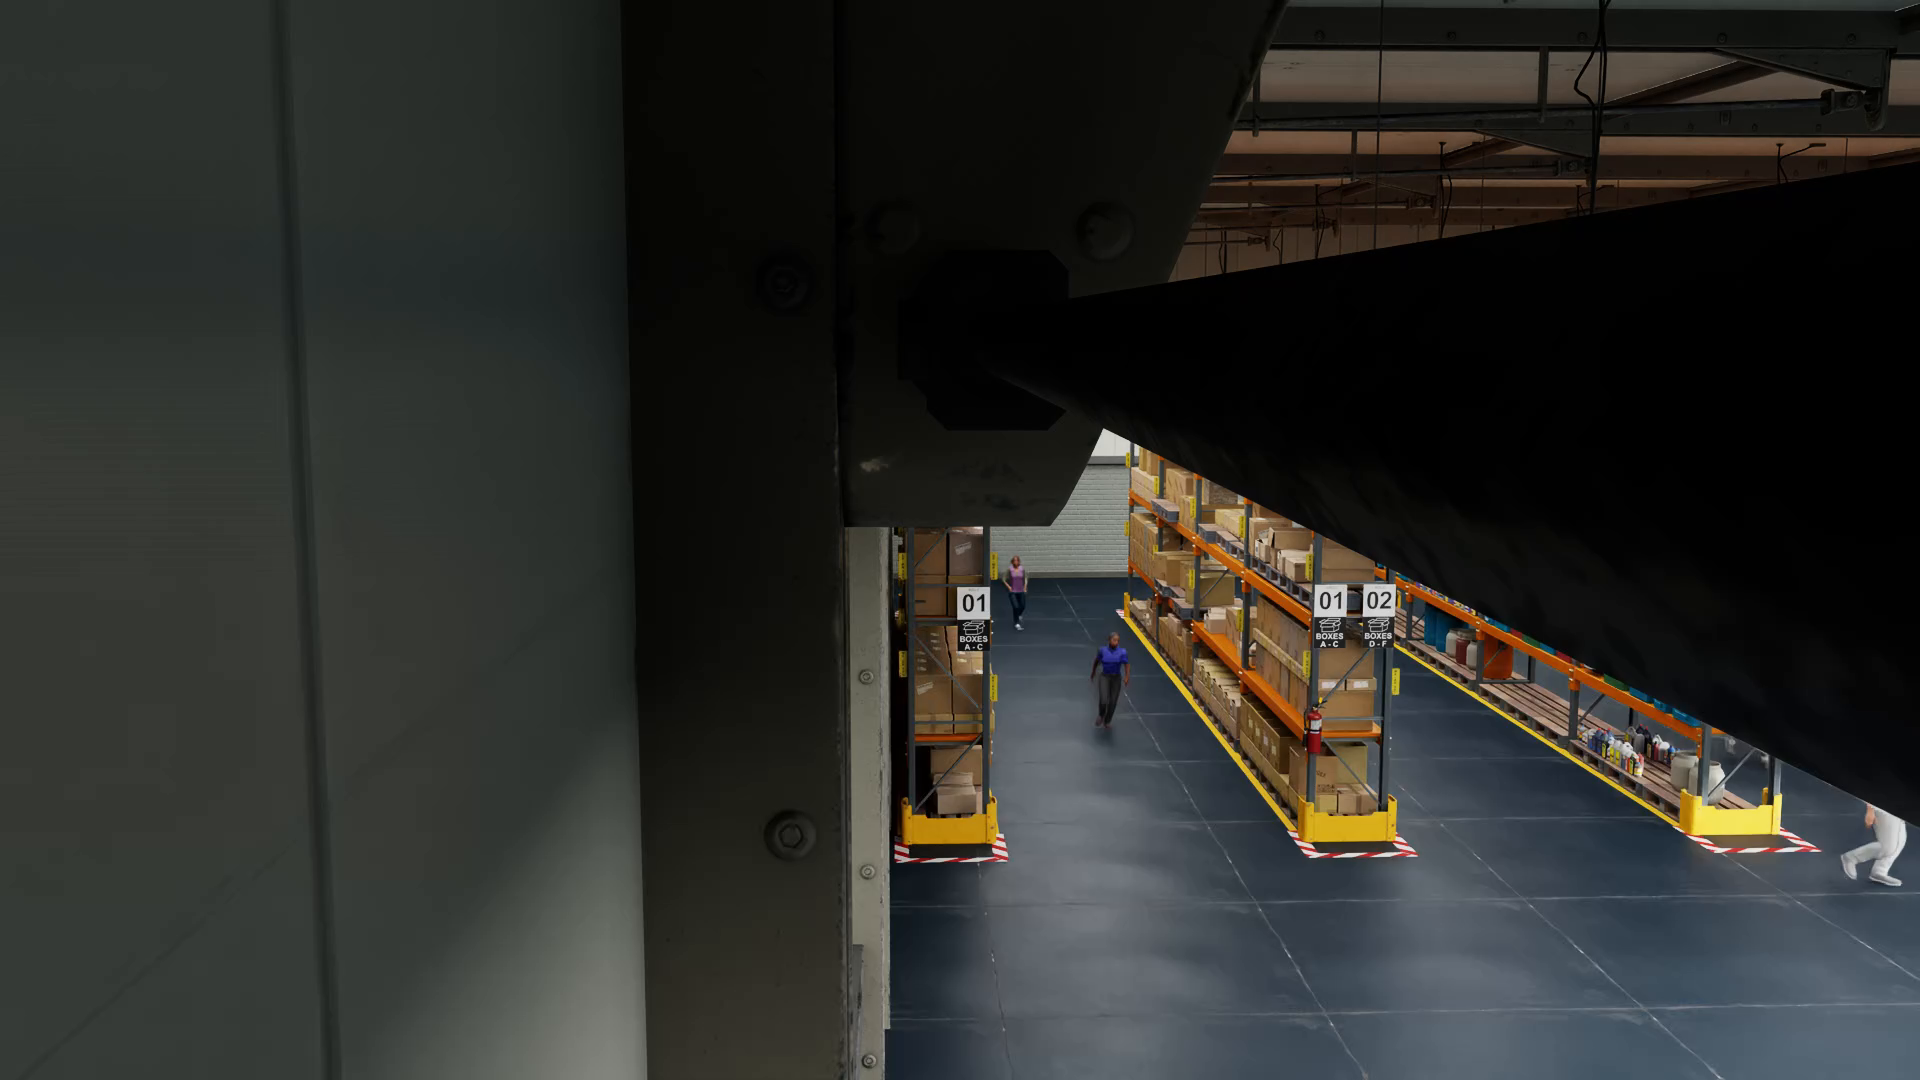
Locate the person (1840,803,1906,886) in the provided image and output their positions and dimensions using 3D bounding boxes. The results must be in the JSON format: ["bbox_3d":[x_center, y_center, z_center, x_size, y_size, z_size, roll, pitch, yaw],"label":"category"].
[{"bbox_3d":[10.480,3.060,18.899,0.712,1.738,0.698,-7,10,-44],"label":"person"}]

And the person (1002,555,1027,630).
[{"bbox_3d":[1.158,1.096,34.953,0.565,1.565,0.532,-2,7,-13],"label":"person"}]

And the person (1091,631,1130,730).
[{"bbox_3d":[2.365,2.210,26.003,0.581,1.610,0.762,0,7,0],"label":"person"}]

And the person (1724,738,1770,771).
[{"bbox_3d":[11.589,2.455,24.106,0.647,1.631,1.122,-1,7,-8],"label":"person"}]
